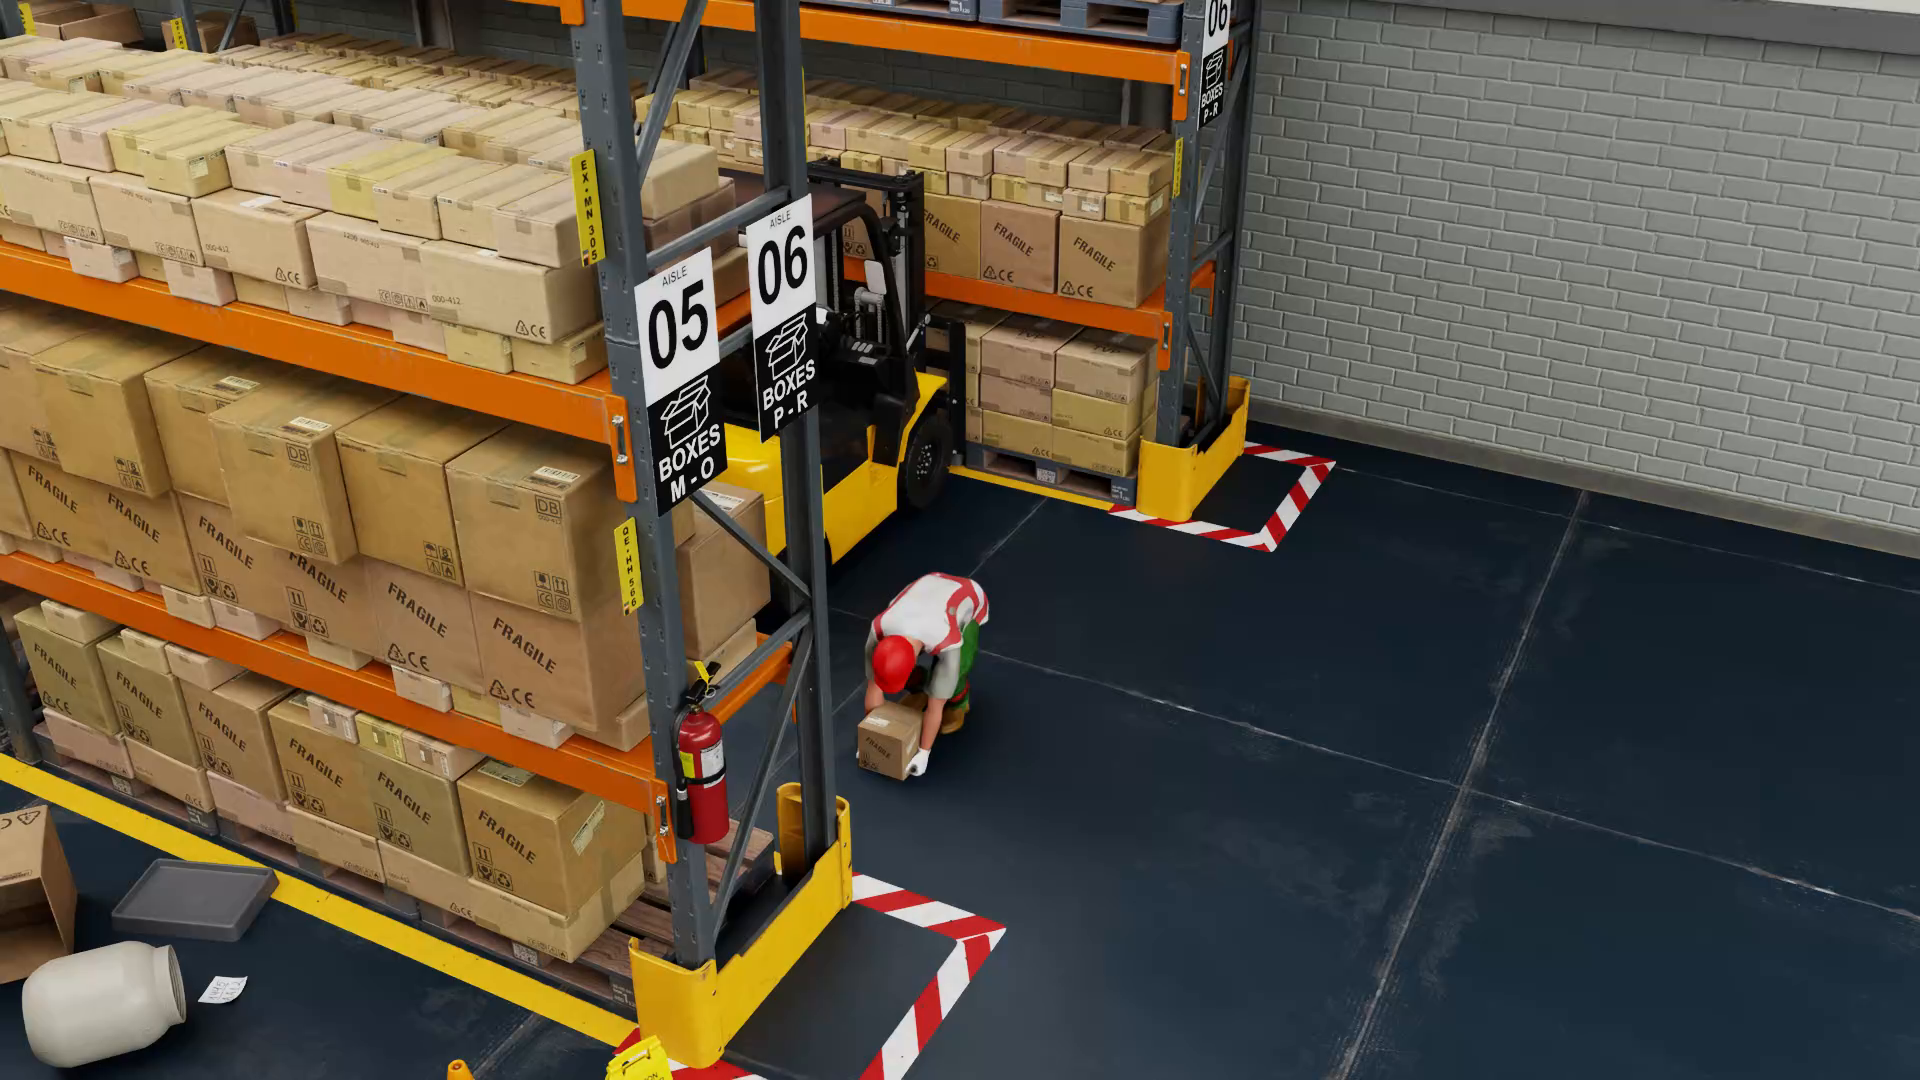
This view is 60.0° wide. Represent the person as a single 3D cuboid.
[{"bbox_3d":[-0.182,0.624,8.229,0.520,0.798,0.959,13,32,22],"label":"person"}]
